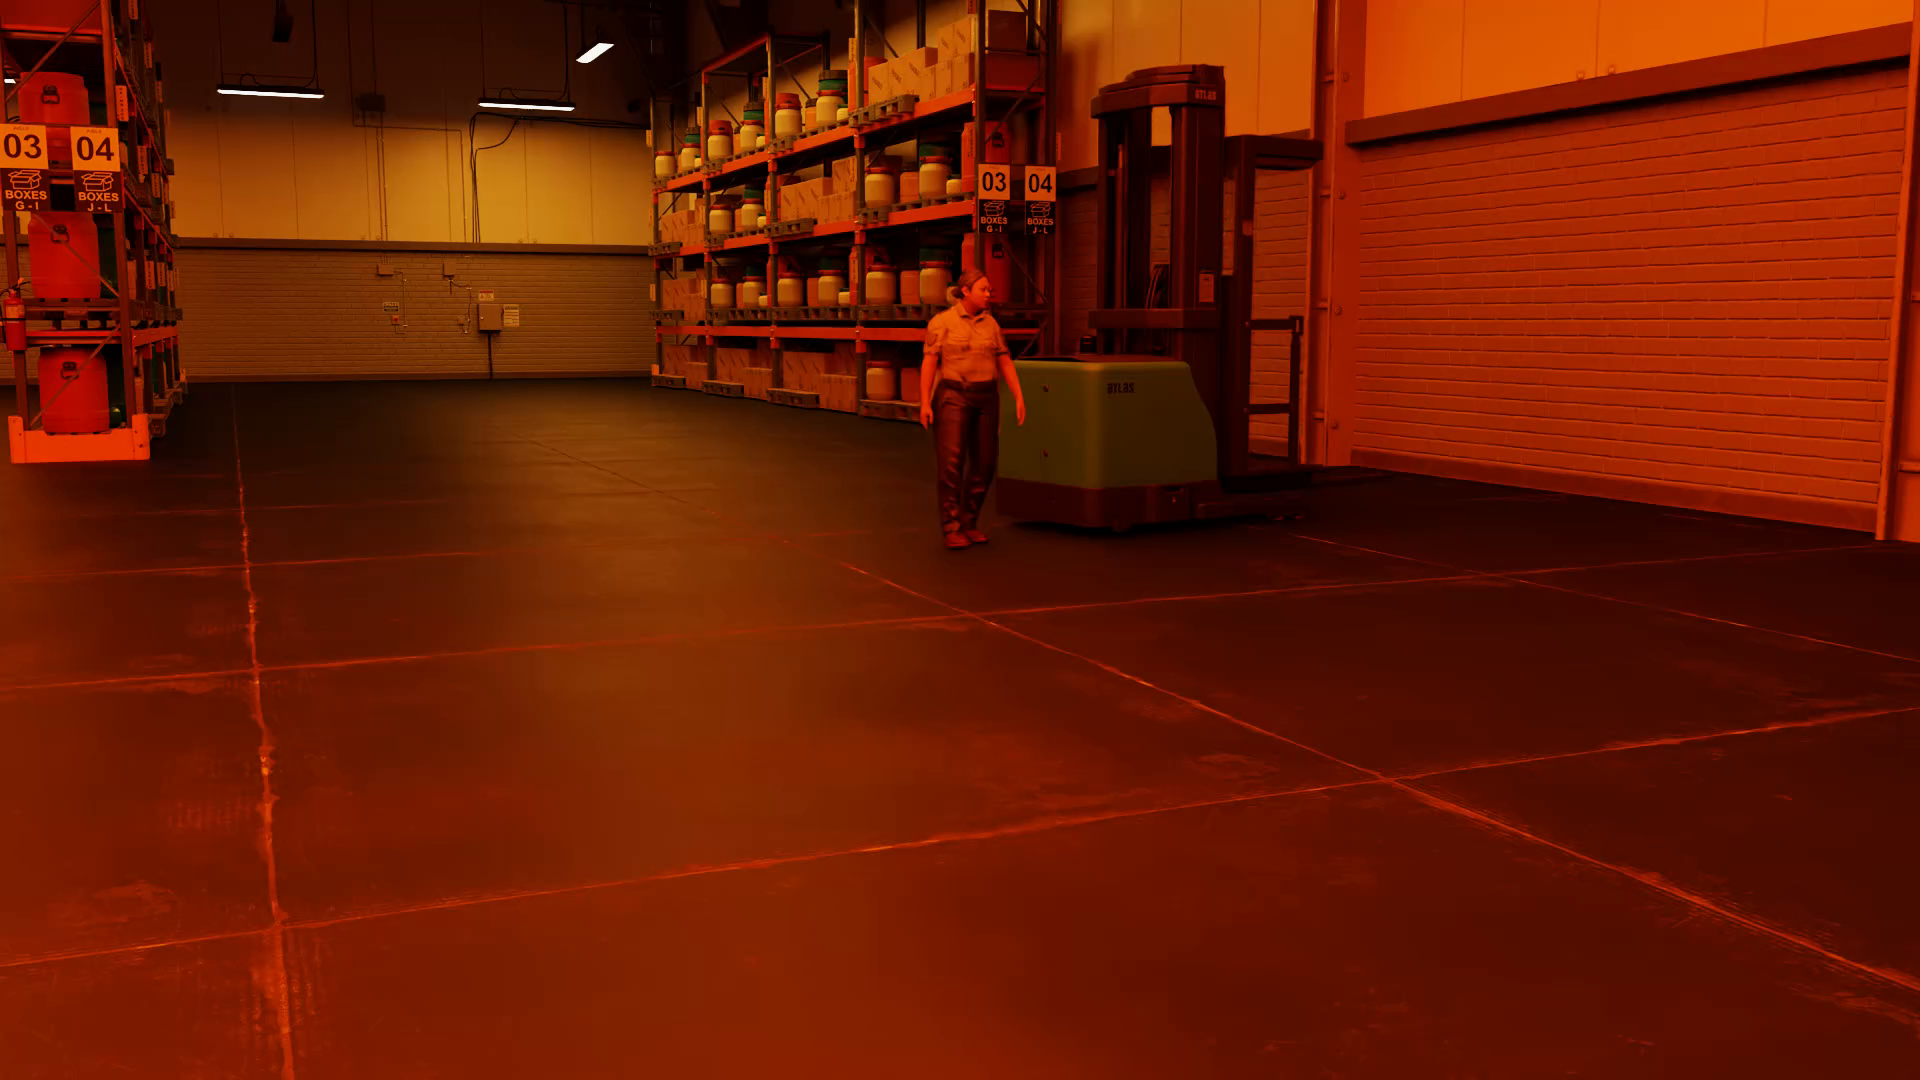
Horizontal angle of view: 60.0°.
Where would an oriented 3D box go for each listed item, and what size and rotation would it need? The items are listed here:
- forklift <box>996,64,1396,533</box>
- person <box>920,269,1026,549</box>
[{"bbox_3d":[1.729,-1.624,11.257,3.031,2.935,1.130,-5,9,-35],"label":"forklift"},{"bbox_3d":[0.094,-0.786,9.886,0.620,1.635,0.552,-4,9,-29],"label":"person"}]
